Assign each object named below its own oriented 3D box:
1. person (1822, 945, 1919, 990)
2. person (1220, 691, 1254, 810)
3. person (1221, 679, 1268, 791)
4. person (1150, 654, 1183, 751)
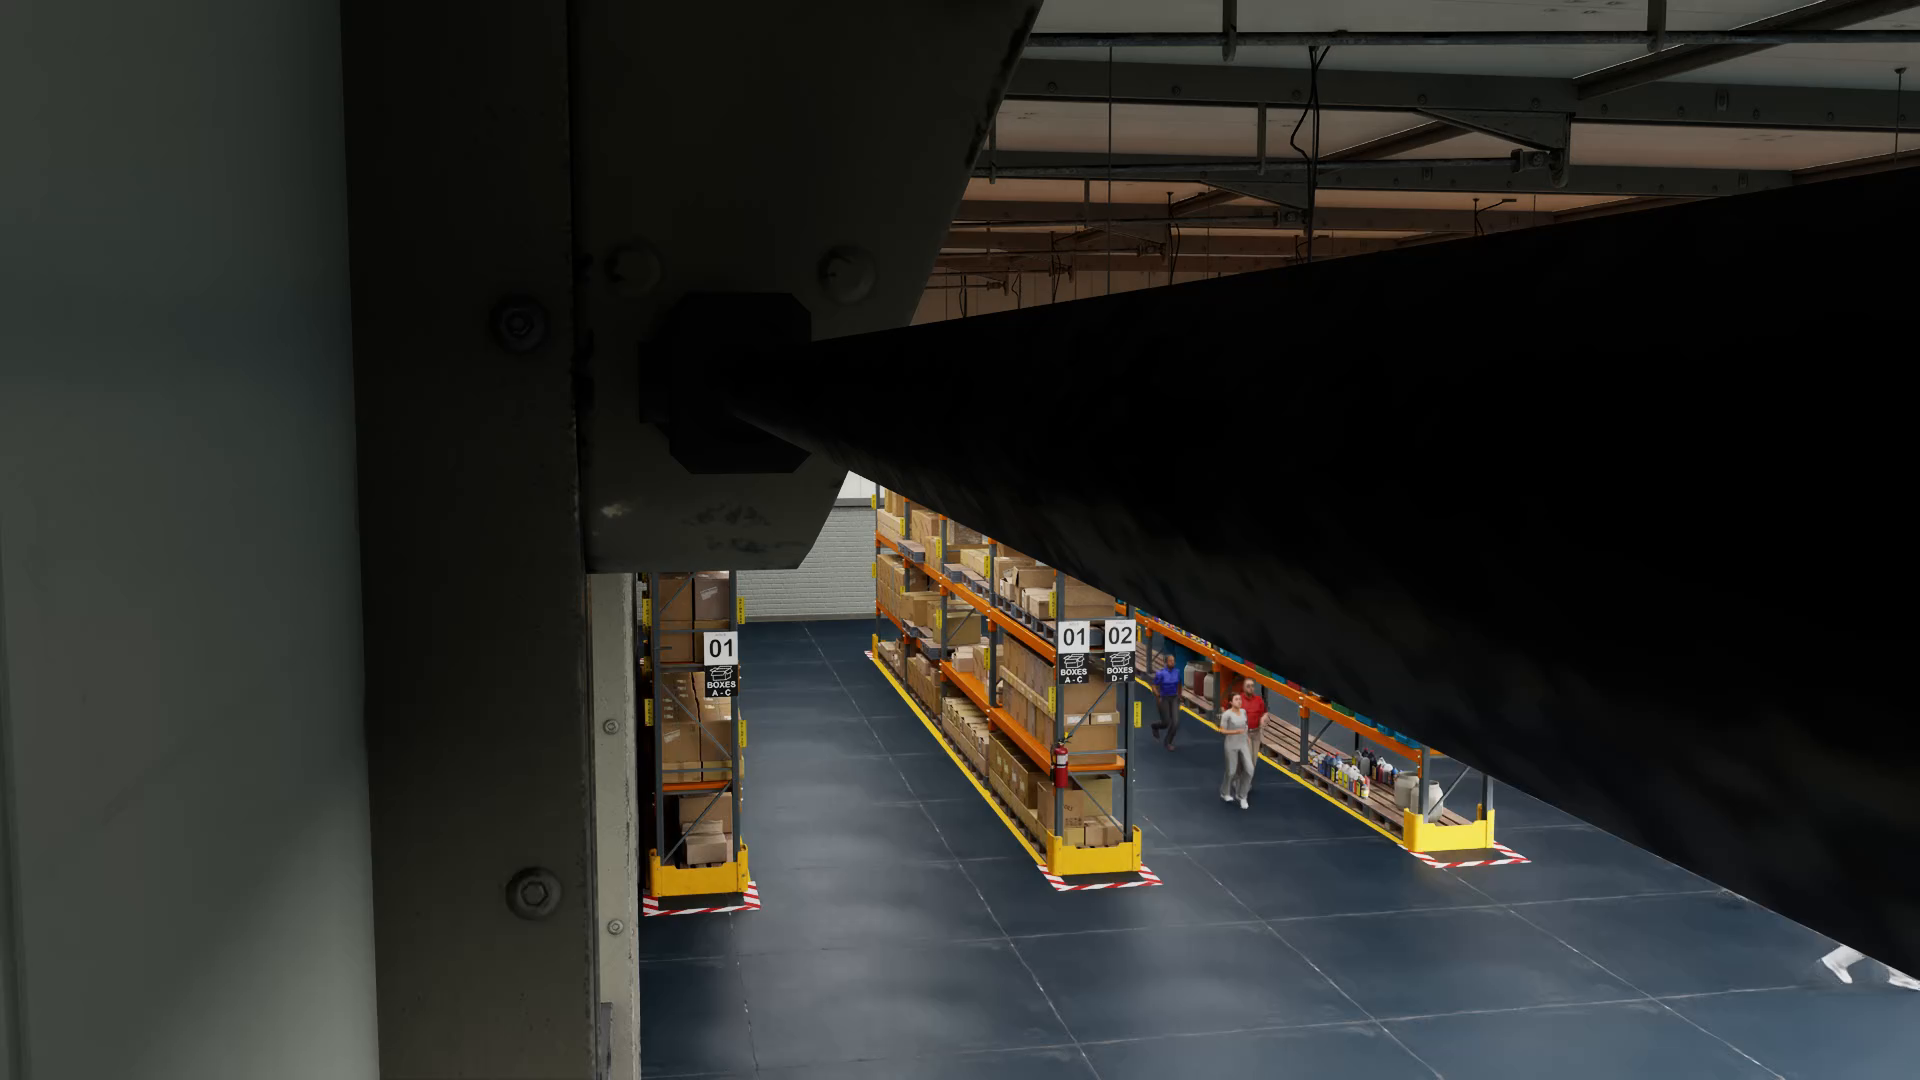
[{"bbox_3d":[9.325,3.696,16.875,1.049,1.781,0.710,1,6,10],"label":"person"},{"bbox_3d":[4.000,3.035,24.056,0.544,1.705,0.691,-2,6,-20],"label":"person"},{"bbox_3d":[4.311,2.935,24.847,0.646,1.719,0.677,-2,6,-18],"label":"person"},{"bbox_3d":[3.454,2.690,27.831,0.558,1.612,0.591,-2,6,-20],"label":"person"}]
